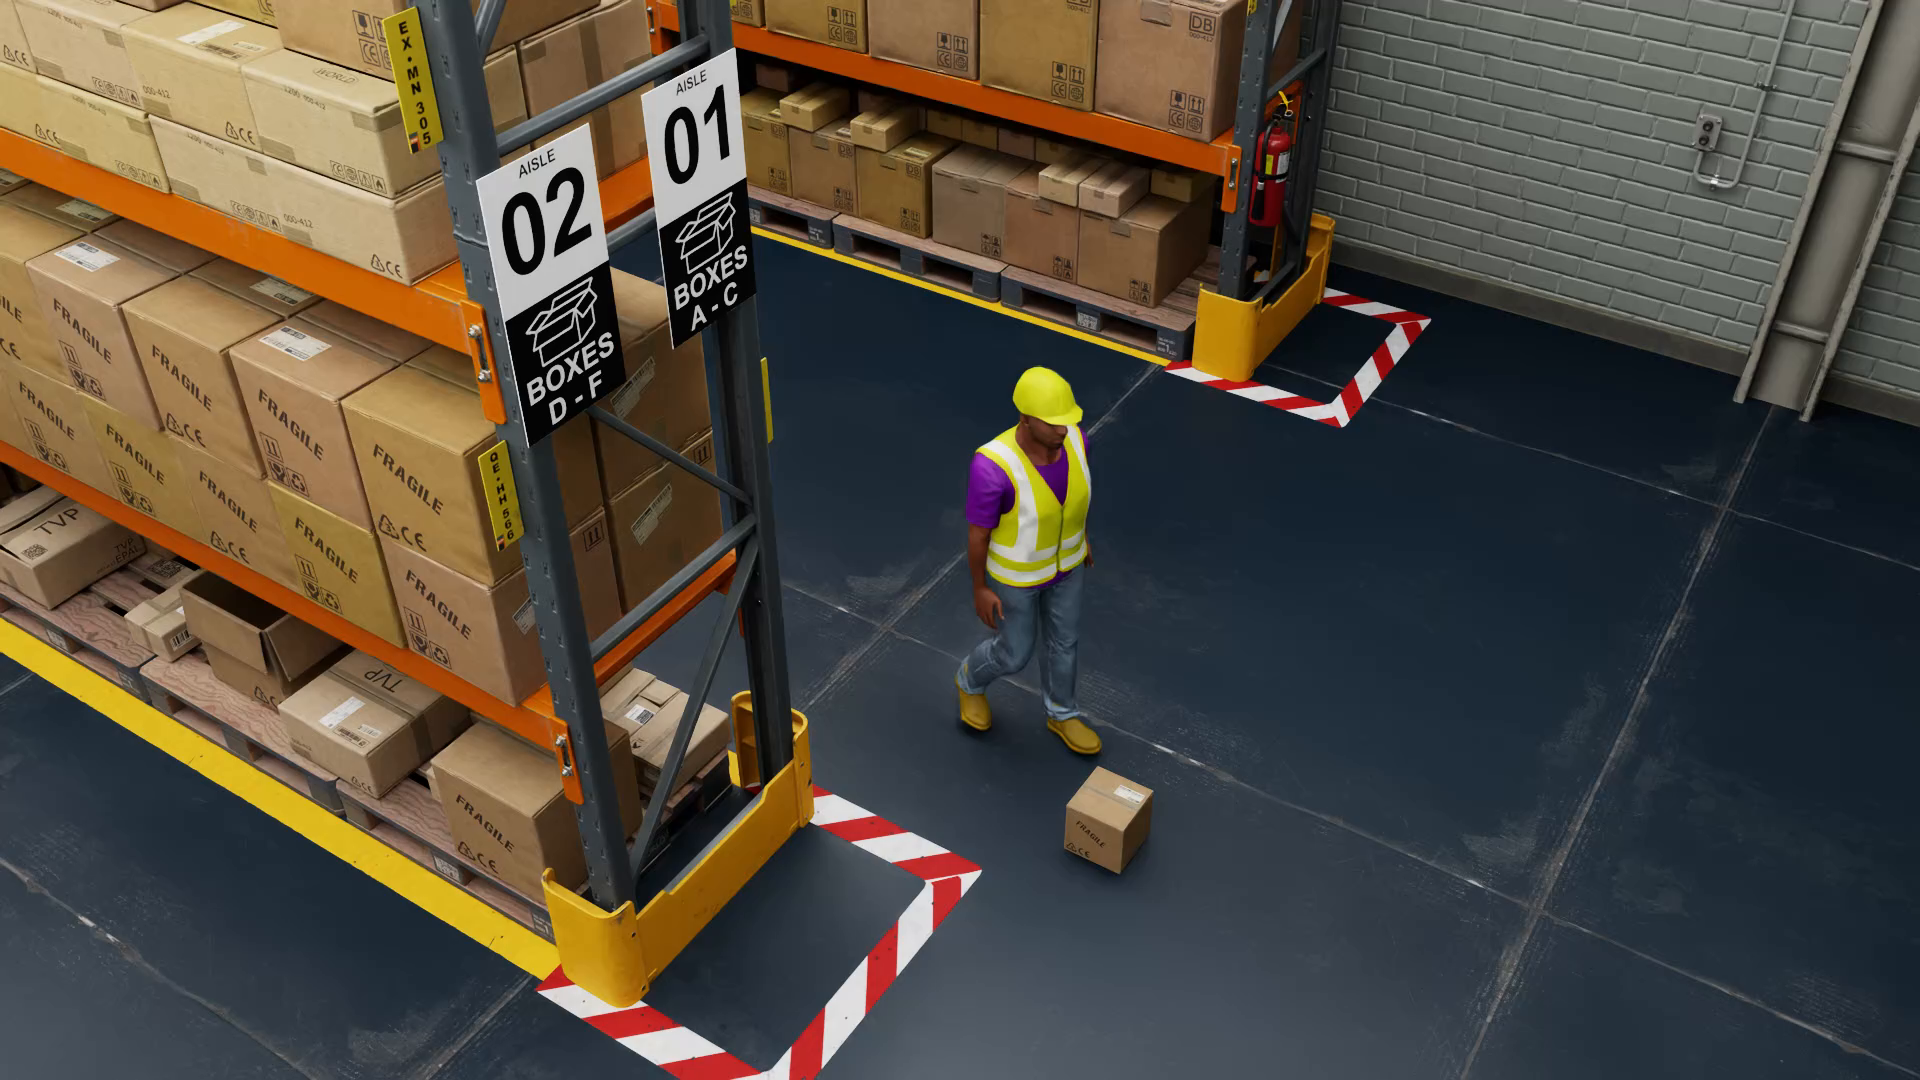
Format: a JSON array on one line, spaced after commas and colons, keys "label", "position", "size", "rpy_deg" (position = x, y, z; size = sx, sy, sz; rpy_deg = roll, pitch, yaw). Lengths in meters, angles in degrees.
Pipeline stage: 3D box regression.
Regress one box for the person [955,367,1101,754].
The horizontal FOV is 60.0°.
[{"label": "person", "position": [0.296, 0.095, 6.530], "size": [0.594, 1.770, 0.665], "rpy_deg": [-24, 44, -27]}]
